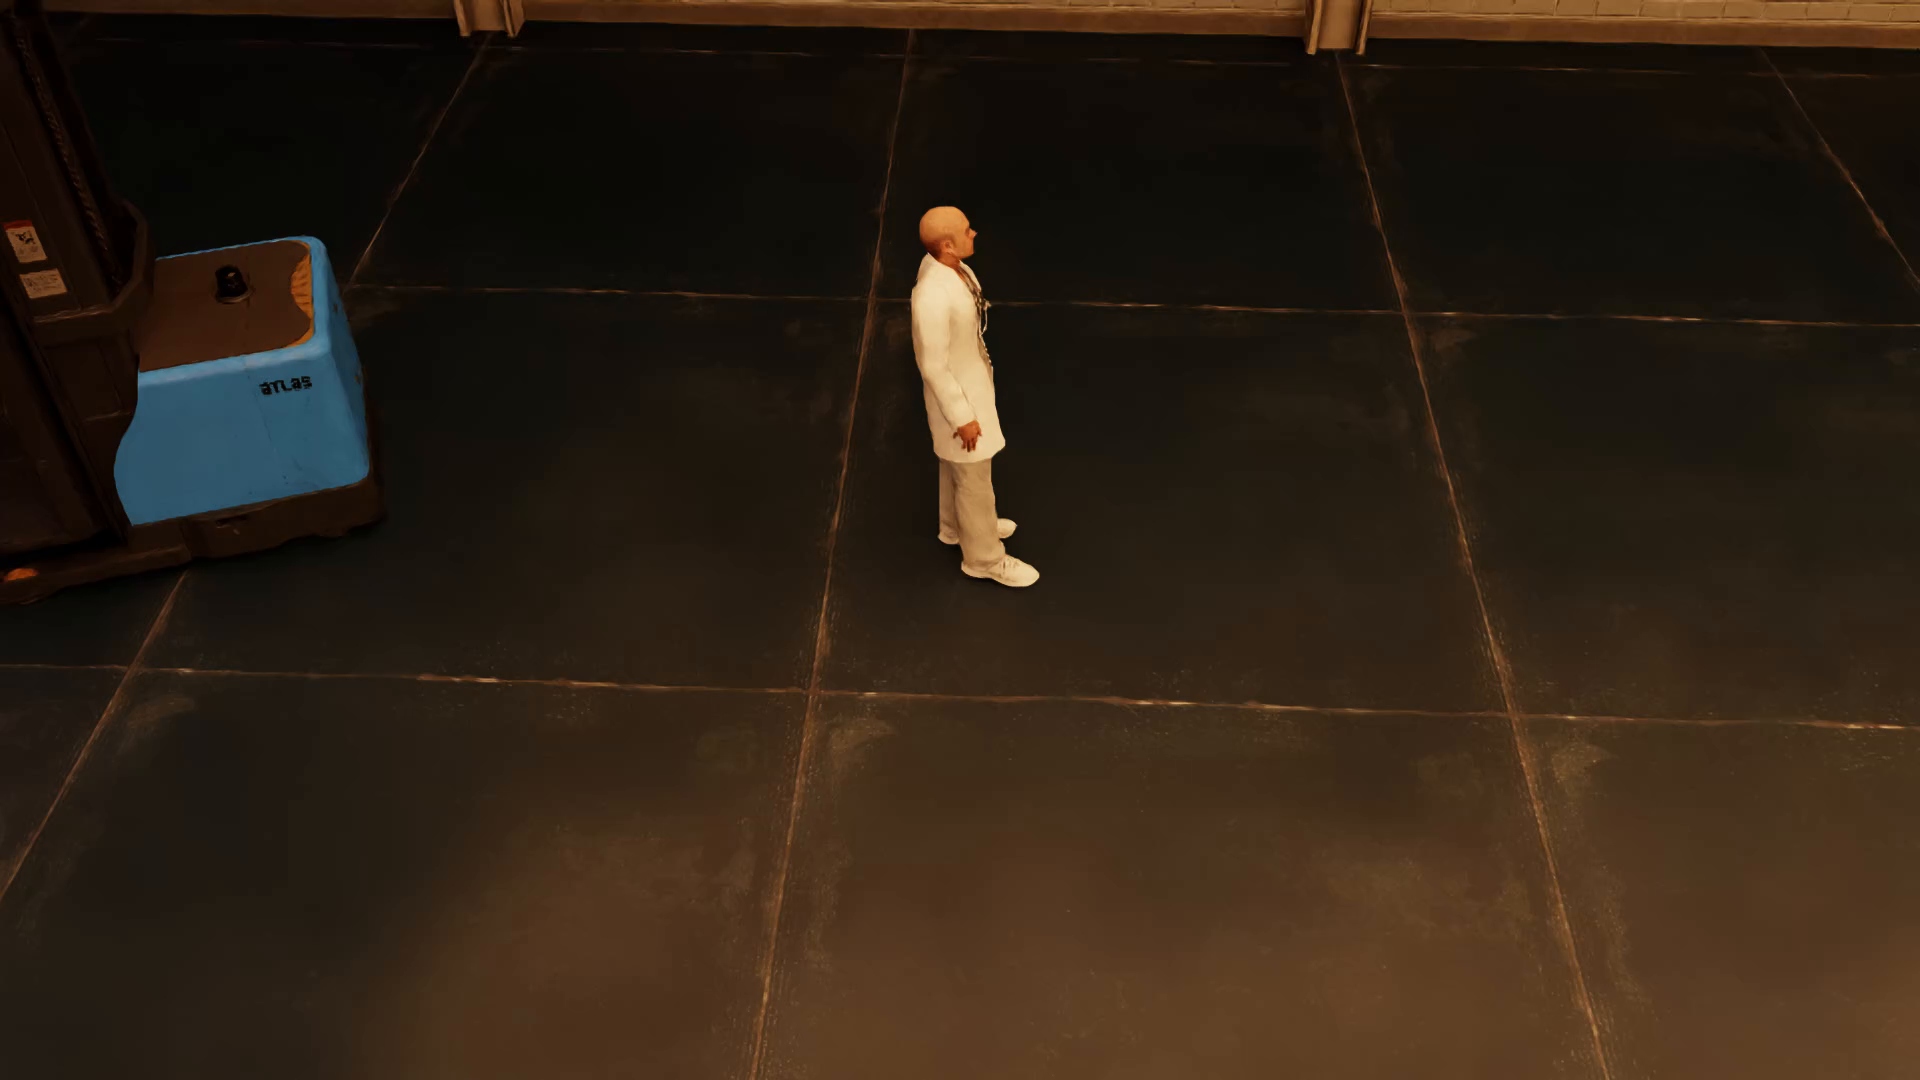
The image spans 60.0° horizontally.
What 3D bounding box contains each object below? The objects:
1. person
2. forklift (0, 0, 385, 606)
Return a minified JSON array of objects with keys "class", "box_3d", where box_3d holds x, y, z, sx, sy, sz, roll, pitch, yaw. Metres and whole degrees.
[{"class":"person","box_3d":[0.091,-0.656,7.305,0.579,1.776,0.694,2,42,2]},{"class":"forklift","box_3d":[-4.334,-1.154,7.006,3.031,2.935,1.130,-12,44,-13]}]
